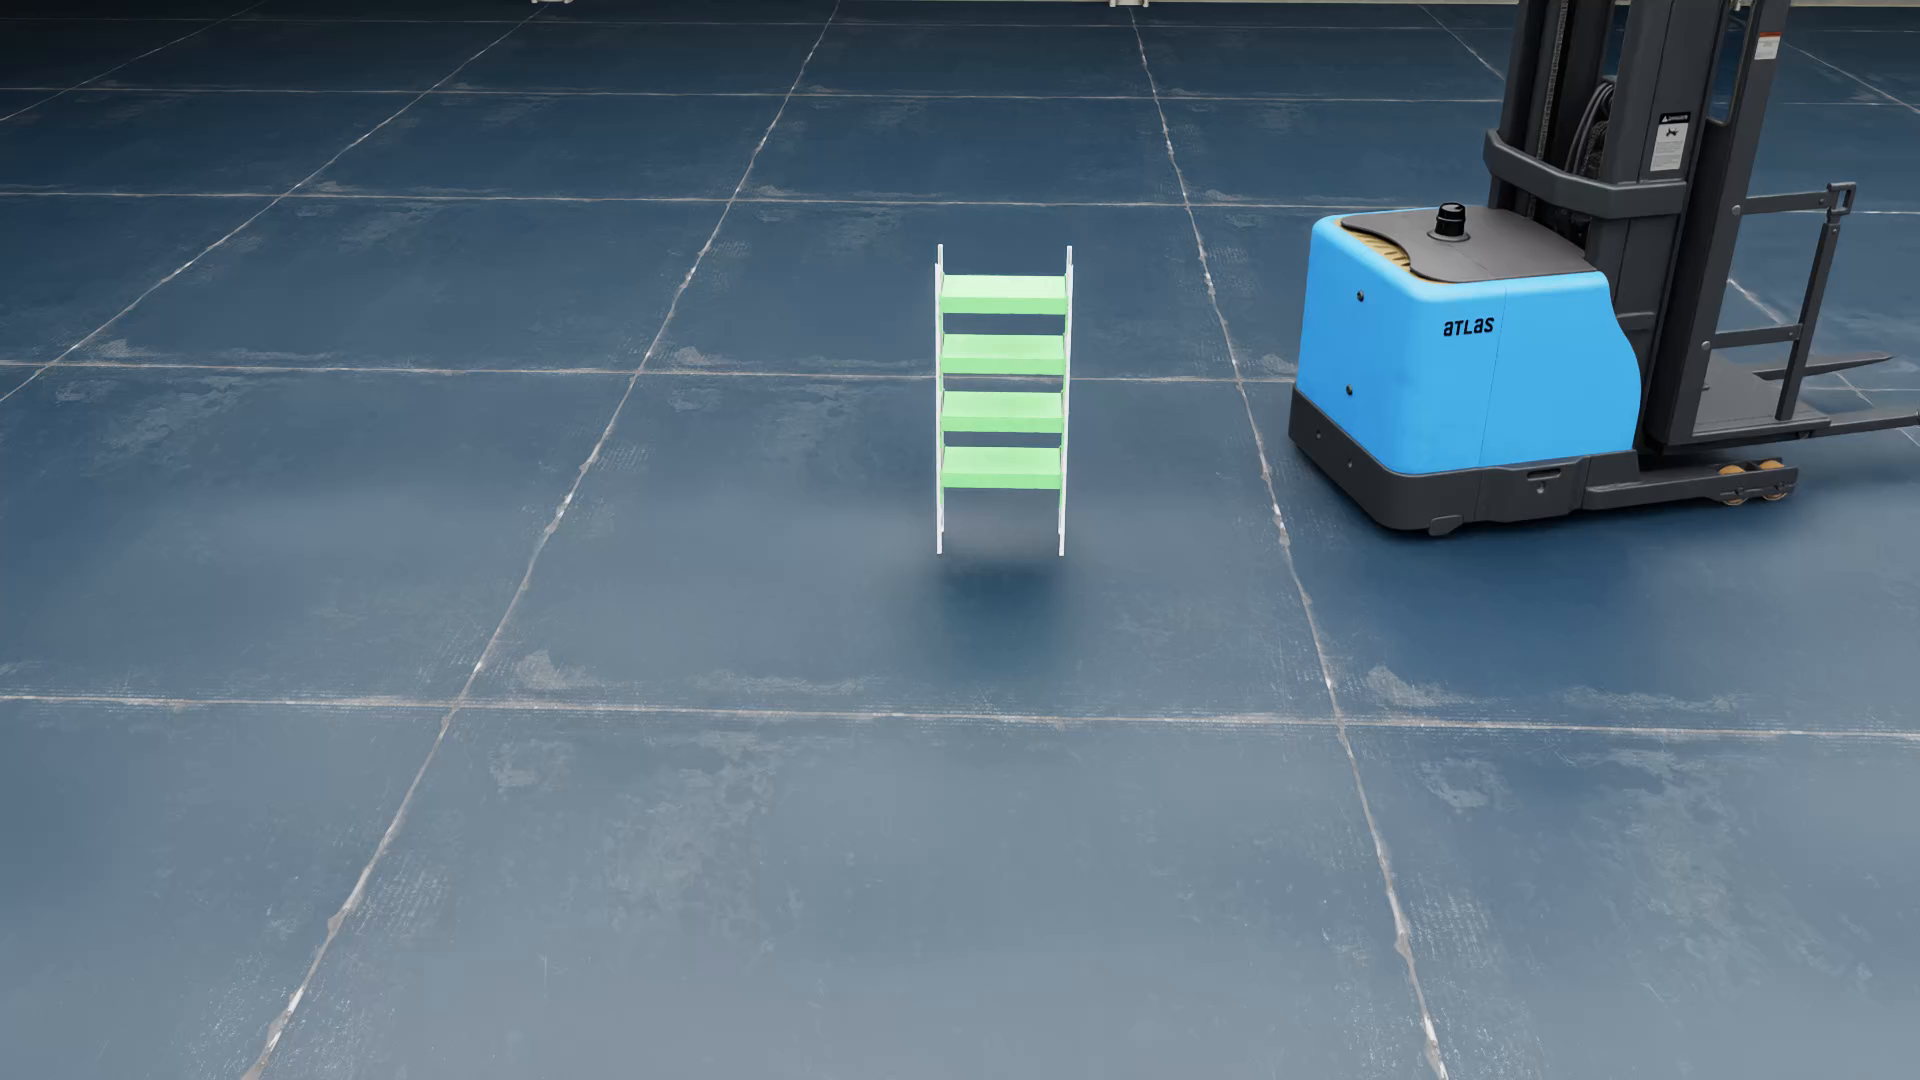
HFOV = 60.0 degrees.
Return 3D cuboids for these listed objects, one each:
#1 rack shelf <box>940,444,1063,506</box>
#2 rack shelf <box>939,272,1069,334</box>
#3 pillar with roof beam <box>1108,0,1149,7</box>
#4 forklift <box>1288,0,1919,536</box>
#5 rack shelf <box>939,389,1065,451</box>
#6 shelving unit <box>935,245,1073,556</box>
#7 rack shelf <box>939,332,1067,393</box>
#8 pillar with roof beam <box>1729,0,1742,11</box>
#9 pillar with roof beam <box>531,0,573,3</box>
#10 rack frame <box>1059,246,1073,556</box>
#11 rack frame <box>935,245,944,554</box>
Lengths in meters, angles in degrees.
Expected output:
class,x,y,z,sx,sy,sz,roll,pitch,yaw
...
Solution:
class,x,y,z,sx,sy,sz,roll,pitch,yaw
rack shelf,0.165,-0.259,6.606,0.480,0.148,0.258,1,28,2
rack shelf,0.165,-0.895,6.269,0.480,0.148,0.258,1,28,2
pillar with roof beam,1.592,-7.516,11.320,0.400,9.000,9.100,1,28,2
forklift,3.051,-1.672,6.775,3.031,2.935,1.130,-7,29,-13
rack shelf,0.165,-0.471,6.494,0.480,0.148,0.258,1,28,2
shelving unit,0.165,-0.527,6.464,0.503,1.200,0.258,1,28,2
rack shelf,0.165,-0.683,6.381,0.480,0.148,0.258,1,28,2
pillar with roof beam,7.588,-7.416,11.133,0.400,9.000,9.100,1,28,2
pillar with roof beam,-4.404,-7.615,11.507,0.400,9.000,9.100,1,28,2
rack frame,0.409,-0.523,6.456,0.015,1.200,0.240,1,28,2
rack frame,-0.078,-0.531,6.471,0.015,1.200,0.240,1,28,2
